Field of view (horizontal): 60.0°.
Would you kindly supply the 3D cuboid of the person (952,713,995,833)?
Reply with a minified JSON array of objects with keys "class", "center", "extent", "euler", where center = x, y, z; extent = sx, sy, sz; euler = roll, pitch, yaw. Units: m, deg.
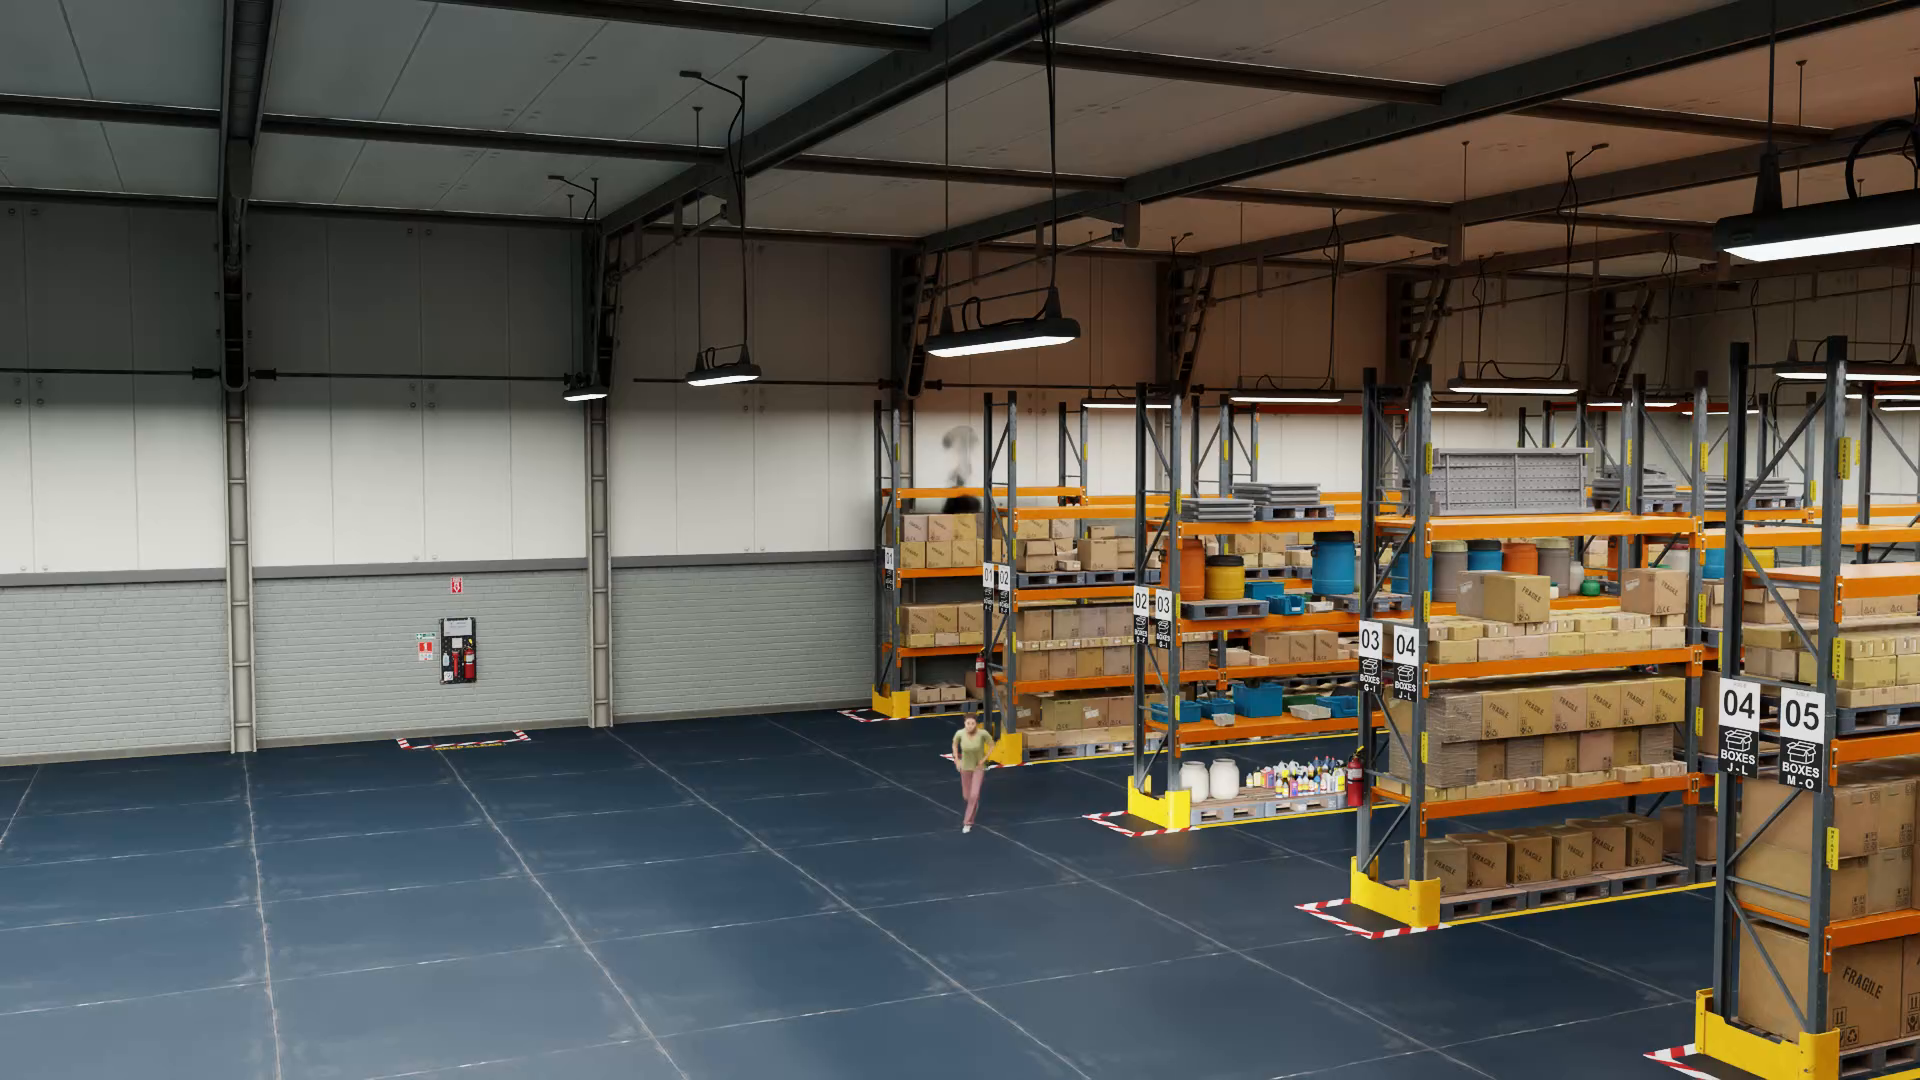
[{"class":"person","center":[0.190,3.087,22.353],"extent":[0.578,1.613,0.811],"euler":[0,3,4]}]

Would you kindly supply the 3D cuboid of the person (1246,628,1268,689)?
[{"class":"person","center":[5.797,2.441,31.972],"extent":[0.880,1.765,0.699],"euler":[-2,4,-25]}]
